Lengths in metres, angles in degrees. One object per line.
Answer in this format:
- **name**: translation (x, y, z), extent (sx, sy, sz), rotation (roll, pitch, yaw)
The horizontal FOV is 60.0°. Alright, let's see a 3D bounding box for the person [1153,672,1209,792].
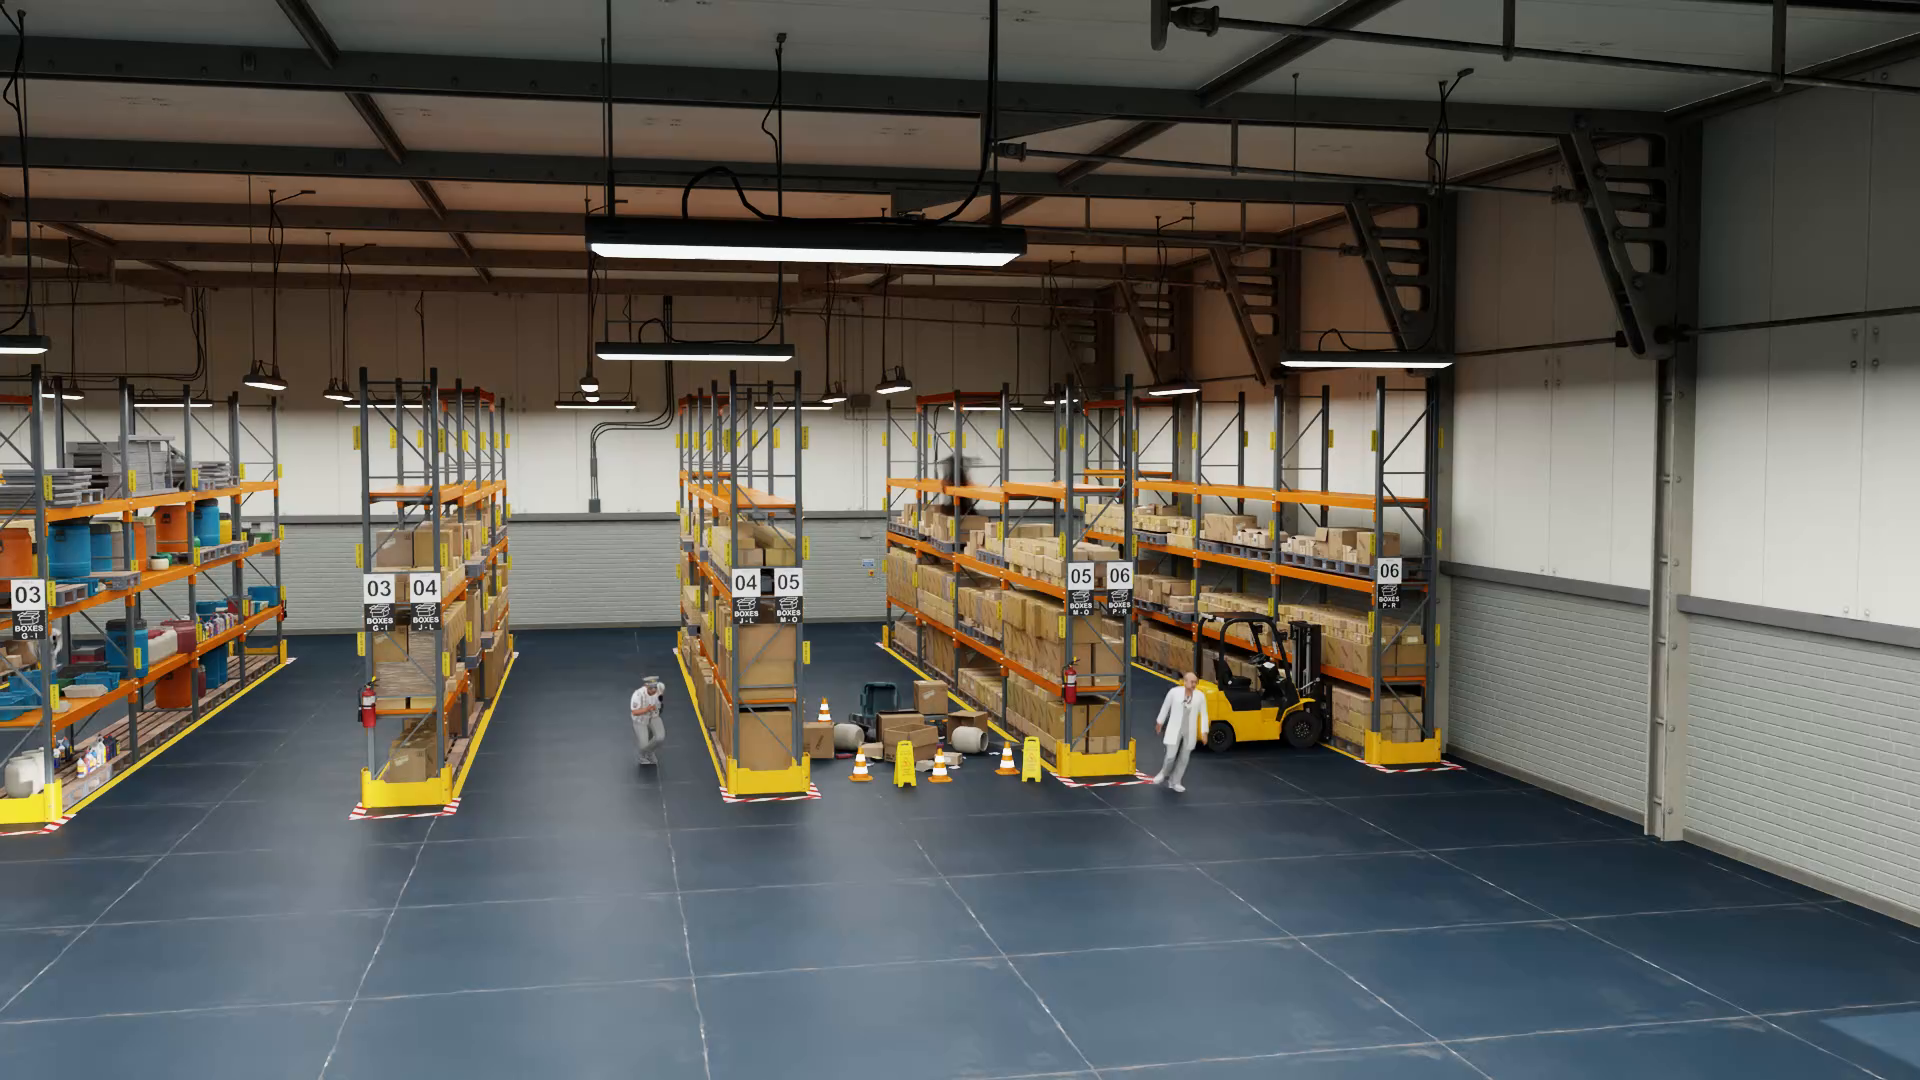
- **person**: translation (3.147, 2.729, 23.705), extent (0.741, 1.738, 0.562), rotation (0, 3, -7)

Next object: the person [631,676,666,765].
- **person**: translation (-4.750, 2.760, 25.358), extent (0.653, 1.465, 1.023), rotation (-2, 4, -31)

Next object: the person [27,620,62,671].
- **person**: translation (-18.276, 2.300, 33.219), extent (0.632, 1.479, 0.890), rotation (-2, 4, -32)
